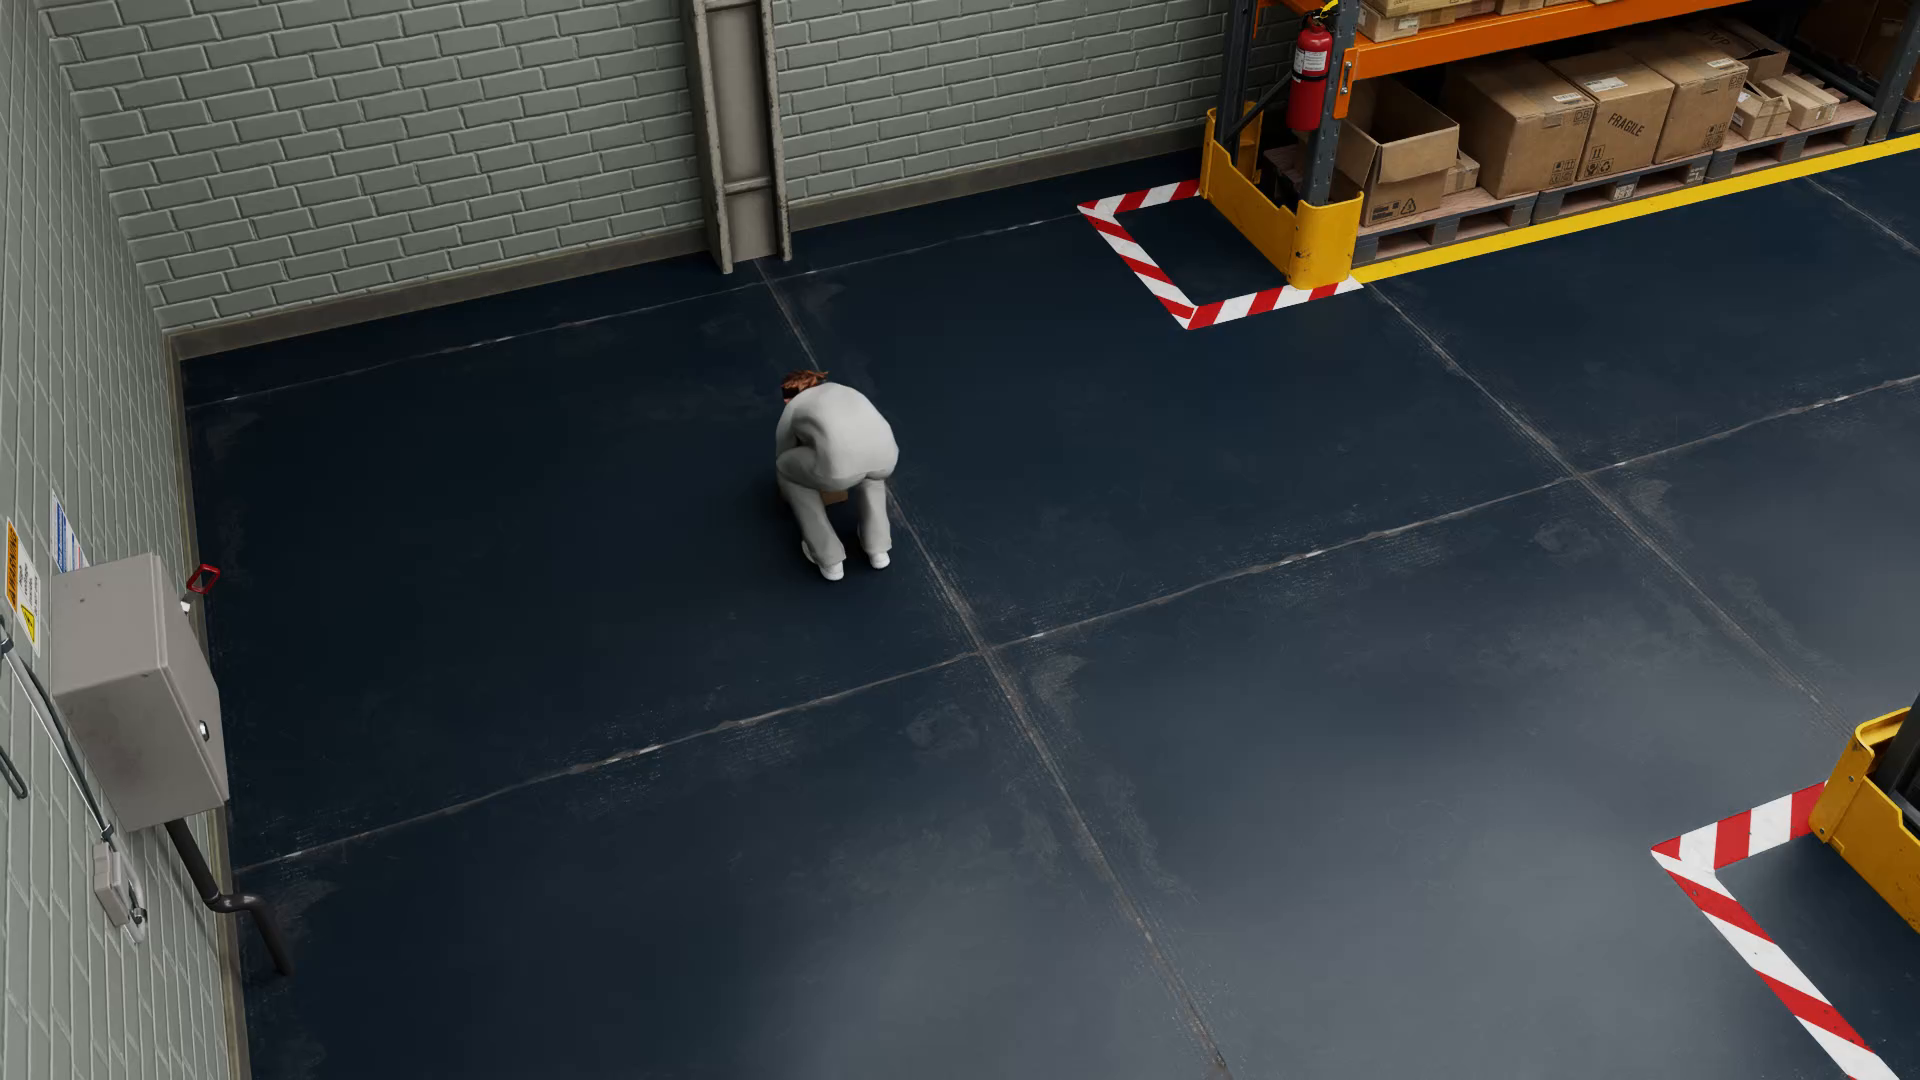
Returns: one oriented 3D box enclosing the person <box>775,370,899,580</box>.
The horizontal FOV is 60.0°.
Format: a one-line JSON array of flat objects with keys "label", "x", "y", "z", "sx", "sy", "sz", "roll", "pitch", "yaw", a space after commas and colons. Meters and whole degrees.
[{"label": "person", "x": -0.558, "y": -0.336, "z": 7.163, "sx": 0.476, "sy": 0.844, "sz": 0.854, "roll": -17, "pitch": 45, "yaw": -18}]
